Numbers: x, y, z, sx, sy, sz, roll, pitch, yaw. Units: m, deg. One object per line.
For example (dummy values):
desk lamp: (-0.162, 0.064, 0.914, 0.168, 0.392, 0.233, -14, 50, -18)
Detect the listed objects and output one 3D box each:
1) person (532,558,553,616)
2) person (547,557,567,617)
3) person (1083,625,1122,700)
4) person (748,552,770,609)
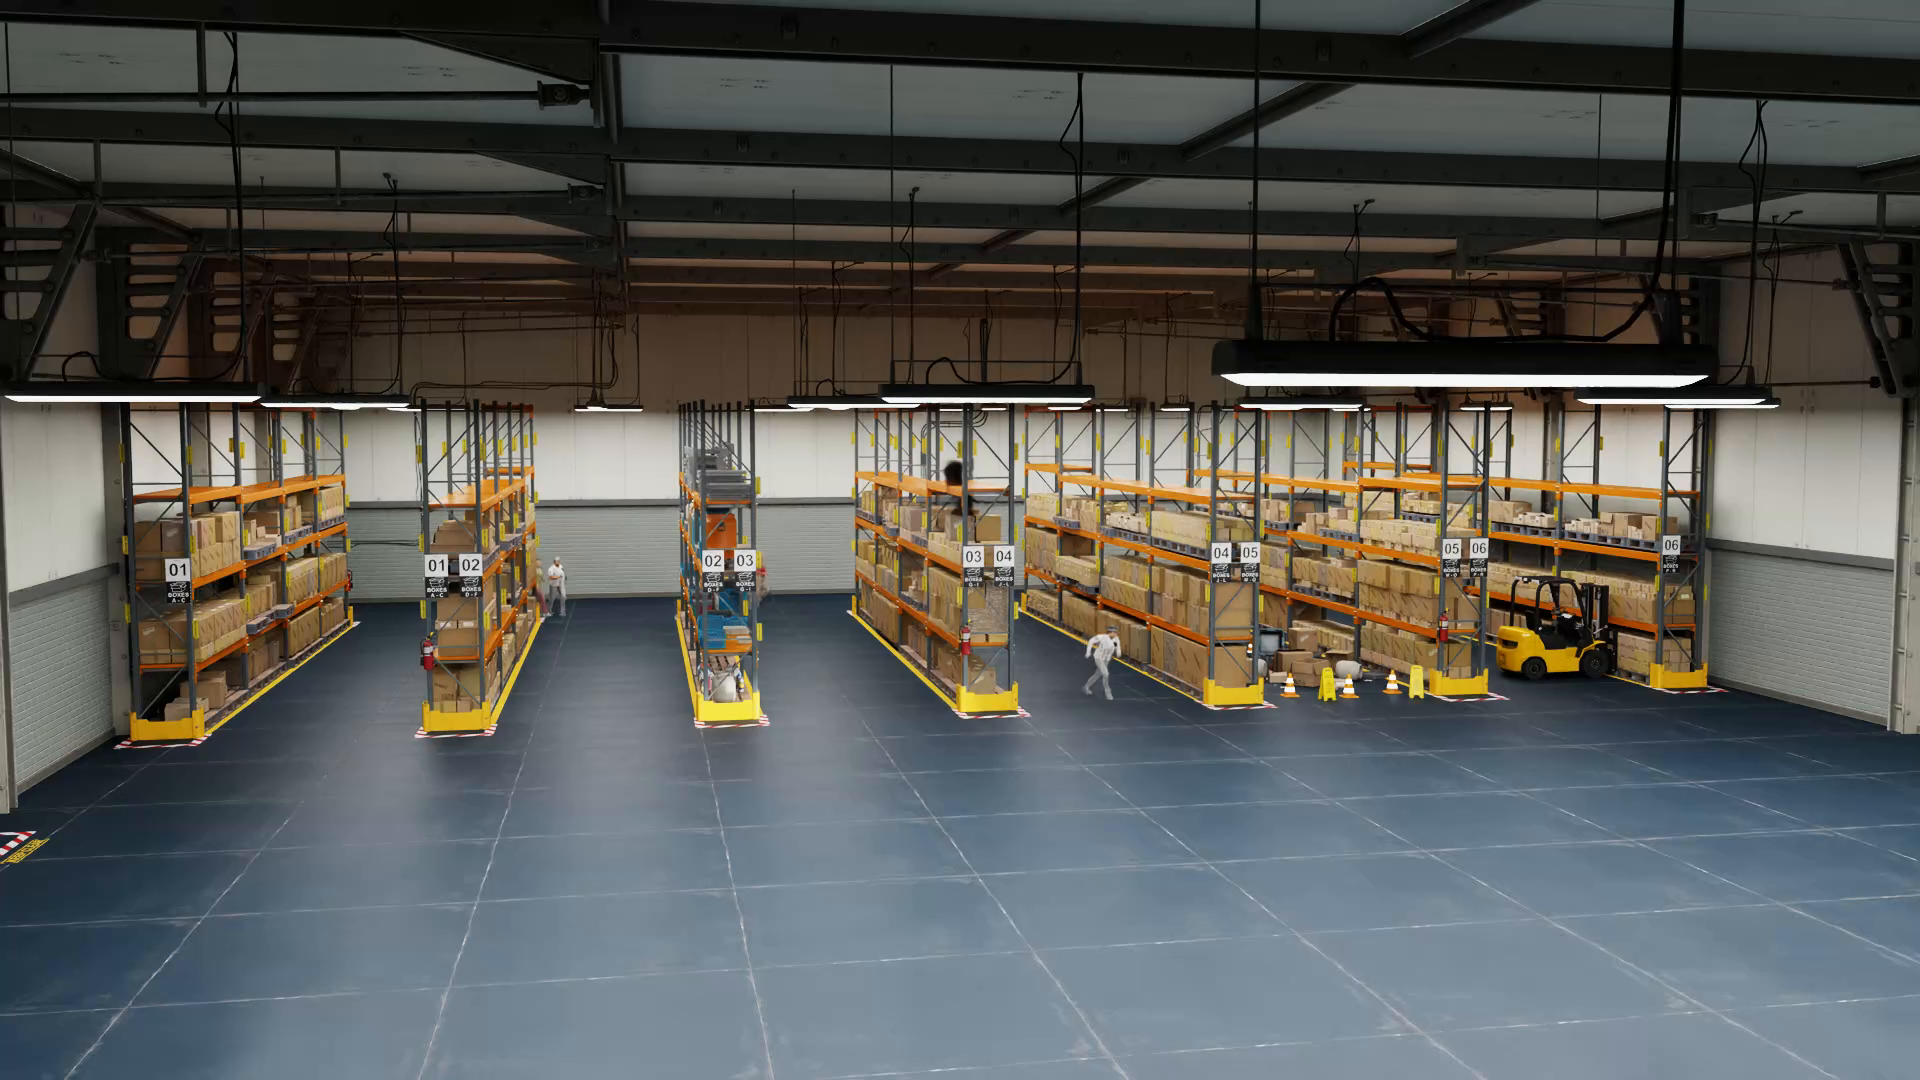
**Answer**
person: (-11.966, 1.335, 46.960, 0.888, 1.659, 0.623, 0, 4, 4)
person: (-11.455, 1.335, 47.188, 0.574, 1.724, 0.842, -4, 6, -41)
person: (2.877, 2.430, 33.501, 0.608, 1.501, 1.024, -3, 5, -31)
person: (-5.919, 1.183, 49.122, 0.624, 1.683, 0.755, 1, 4, 13)
